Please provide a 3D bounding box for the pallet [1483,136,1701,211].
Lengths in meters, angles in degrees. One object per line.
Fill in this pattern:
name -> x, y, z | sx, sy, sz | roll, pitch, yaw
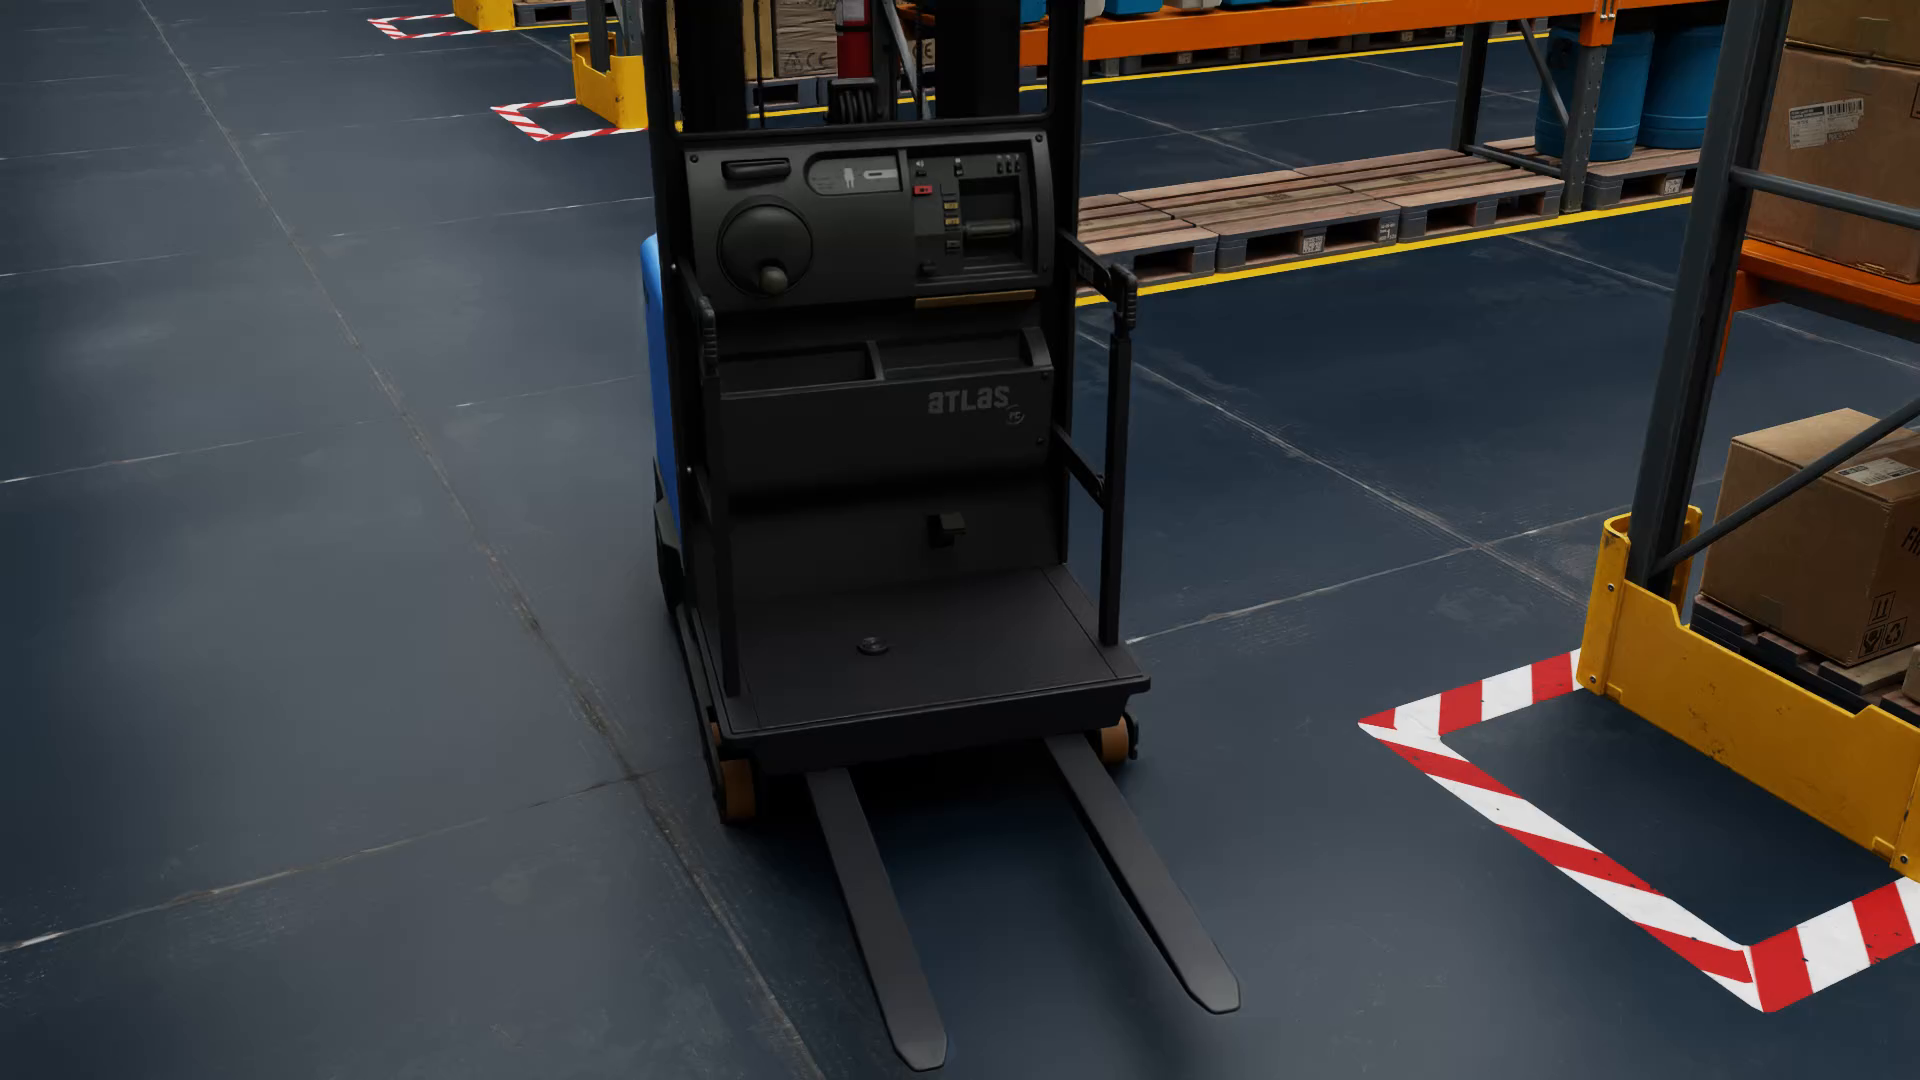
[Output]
pallet -> 4.052, -2.337, 10.374 | 1.213, 0.211, 1.003 | -13, 29, -25

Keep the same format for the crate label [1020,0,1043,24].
crate label -> 0.194, -2.514, 7.645 | 0.303, 0.233, 0.416 | -13, 29, -25

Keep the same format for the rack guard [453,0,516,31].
rack guard -> -4.687, -5.333, 16.280 | 0.348, 0.500, 1.175 | -13, 29, -25

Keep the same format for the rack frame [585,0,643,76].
rack frame -> -2.509, -4.530, 11.719 | 0.127, 3.000, 1.000 | -13, 29, -25

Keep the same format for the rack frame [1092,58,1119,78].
rack frame -> 1.021, -5.344, 13.416 | 0.127, 3.000, 1.000 | -13, 29, -25

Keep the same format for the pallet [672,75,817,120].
pallet -> -1.840, -3.465, 12.724 | 1.213, 0.211, 1.003 | -13, 29, -25

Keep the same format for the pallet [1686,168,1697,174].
pallet -> 5.129, -2.587, 10.895 | 1.213, 0.211, 1.003 | -13, 29, -25

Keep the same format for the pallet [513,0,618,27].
pallet -> -3.953, -5.355, 16.659 | 1.213, 0.211, 1.003 | -13, 29, -25

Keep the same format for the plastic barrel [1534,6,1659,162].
plastic barrel -> 3.839, -2.800, 10.056 | 0.708, 0.901, 0.600 | -13, 29, -25

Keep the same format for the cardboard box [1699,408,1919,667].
cardboard box -> 2.513, -0.022, 4.710 | 0.500, 0.500, 0.500 | -13, 29, -25

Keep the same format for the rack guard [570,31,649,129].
rack guard -> -2.530, -3.398, 12.250 | 0.348, 0.500, 1.175 | -13, 29, -25

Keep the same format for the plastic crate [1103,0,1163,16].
plastic crate -> 0.775, -2.648, 7.924 | 0.300, 0.233, 0.416 | -13, 29, -25

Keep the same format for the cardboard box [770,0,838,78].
cardboard box -> -1.179, -4.107, 12.809 | 0.875, 0.875, 0.875 | -13, 29, -25

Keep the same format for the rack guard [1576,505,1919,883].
rack guard -> 2.216, 0.366, 4.411 | 0.348, 0.500, 1.175 | -13, 29, -25

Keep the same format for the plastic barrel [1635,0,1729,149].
plastic barrel -> 4.464, -2.945, 10.357 | 0.708, 0.901, 0.600 | -13, 29, -25

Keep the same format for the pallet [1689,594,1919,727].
pallet -> 2.919, 0.333, 4.812 | 1.213, 0.211, 1.003 | -13, 29, -25

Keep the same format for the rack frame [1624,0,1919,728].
rack frame -> 2.149, -0.746, 3.837 | 0.127, 3.000, 1.000 | -13, 29, -25

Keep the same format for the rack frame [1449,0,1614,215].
rack frame -> 3.351, -3.453, 9.476 | 0.127, 3.000, 1.000 | -13, 29, -25

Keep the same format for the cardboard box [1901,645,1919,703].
cardboard box -> 2.680, 0.387, 4.263 | 0.250, 0.149, 0.380 | -13, 29, -25

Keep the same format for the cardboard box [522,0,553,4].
cardboard box -> -4.141, -5.333, 16.201 | 0.250, 0.149, 0.380 | -12, 28, -24

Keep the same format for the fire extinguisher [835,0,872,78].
fire extinguisher -> -0.525, -2.578, 8.174 | 0.183, 0.674, 0.296 | -13, 29, -25

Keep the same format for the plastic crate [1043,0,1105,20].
plastic crate -> 0.516, -2.505, 7.736 | 0.298, 0.136, 0.250 | -13, 29, -25

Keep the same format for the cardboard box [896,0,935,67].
cardboard box -> -0.394, -4.289, 13.186 | 0.875, 0.875, 0.875 | -13, 29, -25

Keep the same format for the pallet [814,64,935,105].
pallet -> -0.765, -3.712, 13.238 | 1.213, 0.211, 1.003 | -13, 29, -25

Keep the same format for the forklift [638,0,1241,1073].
forklift -> -0.159, -0.786, 4.001 | 1.130, 2.935, 3.031 | -7, 26, -14

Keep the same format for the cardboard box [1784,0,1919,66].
cardboard box -> 2.413, -1.437, 4.007 | 0.500, 0.500, 0.500 | -13, 29, -26

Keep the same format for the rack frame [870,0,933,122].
rack frame -> -0.178, -2.638, 7.779 | 0.127, 3.000, 1.000 | -13, 29, -25

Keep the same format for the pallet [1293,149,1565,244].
pallet -> 2.721, -2.031, 9.737 | 1.213, 0.211, 1.003 | -13, 29, -25

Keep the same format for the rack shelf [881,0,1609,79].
rack shelf -> 1.586, -2.721, 8.783 | 4.000, 0.370, 1.077 | -13, 29, -25

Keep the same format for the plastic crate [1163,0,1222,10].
plastic crate -> 1.115, -2.643, 8.024 | 0.298, 0.136, 0.250 | -13, 29, -25

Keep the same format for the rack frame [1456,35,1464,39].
rack frame -> 4.550, -6.159, 15.112 | 0.127, 3.000, 1.000 | -13, 29, -25

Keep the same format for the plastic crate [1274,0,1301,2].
plastic crate -> 1.621, -2.844, 8.331 | 0.300, 0.233, 0.416 | -13, 29, -25

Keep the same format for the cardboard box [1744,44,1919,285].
cardboard box -> 2.416, -0.986, 4.222 | 0.500, 0.500, 0.500 | -12, 28, -24

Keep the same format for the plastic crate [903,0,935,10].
plastic crate -> 0.029, -2.821, 8.049 | 0.499, 0.435, 0.616 | -13, 29, -25

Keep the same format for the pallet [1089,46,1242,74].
pallet -> 1.666, -4.273, 14.406 | 1.213, 0.211, 1.003 | -13, 29, -25

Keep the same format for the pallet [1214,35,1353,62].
pallet -> 2.744, -4.523, 14.928 | 1.213, 0.211, 1.003 | -13, 29, -25

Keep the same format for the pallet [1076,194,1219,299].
pallet -> 0.568, -1.534, 8.702 | 1.213, 0.211, 1.003 | -13, 29, -25

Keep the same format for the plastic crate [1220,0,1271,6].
plastic crate -> 1.356, -2.782, 8.204 | 0.300, 0.233, 0.416 | -13, 29, -25

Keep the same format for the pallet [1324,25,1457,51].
pallet -> 3.819, -4.770, 15.441 | 1.213, 0.211, 1.003 | -13, 29, -25

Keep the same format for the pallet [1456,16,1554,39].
pallet -> 5.240, -5.061, 16.046 | 1.213, 0.211, 1.003 | -13, 29, -25

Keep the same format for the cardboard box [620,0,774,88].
cardboard box -> -1.982, -3.922, 12.423 | 0.875, 0.875, 0.875 | -13, 29, -25

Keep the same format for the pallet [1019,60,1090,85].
pallet -> 0.313, -3.962, 13.759 | 1.213, 0.211, 1.003 | -13, 29, -25

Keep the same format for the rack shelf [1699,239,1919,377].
rack shelf -> 3.914, -0.829, 4.841 | 4.000, 0.370, 1.077 | -13, 29, -25

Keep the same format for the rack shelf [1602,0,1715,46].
rack shelf -> 5.116, -3.536, 10.480 | 4.000, 0.370, 1.077 | -13, 29, -25

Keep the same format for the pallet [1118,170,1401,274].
pallet -> 1.643, -1.781, 9.215 | 1.213, 0.211, 1.003 | -13, 29, -25
